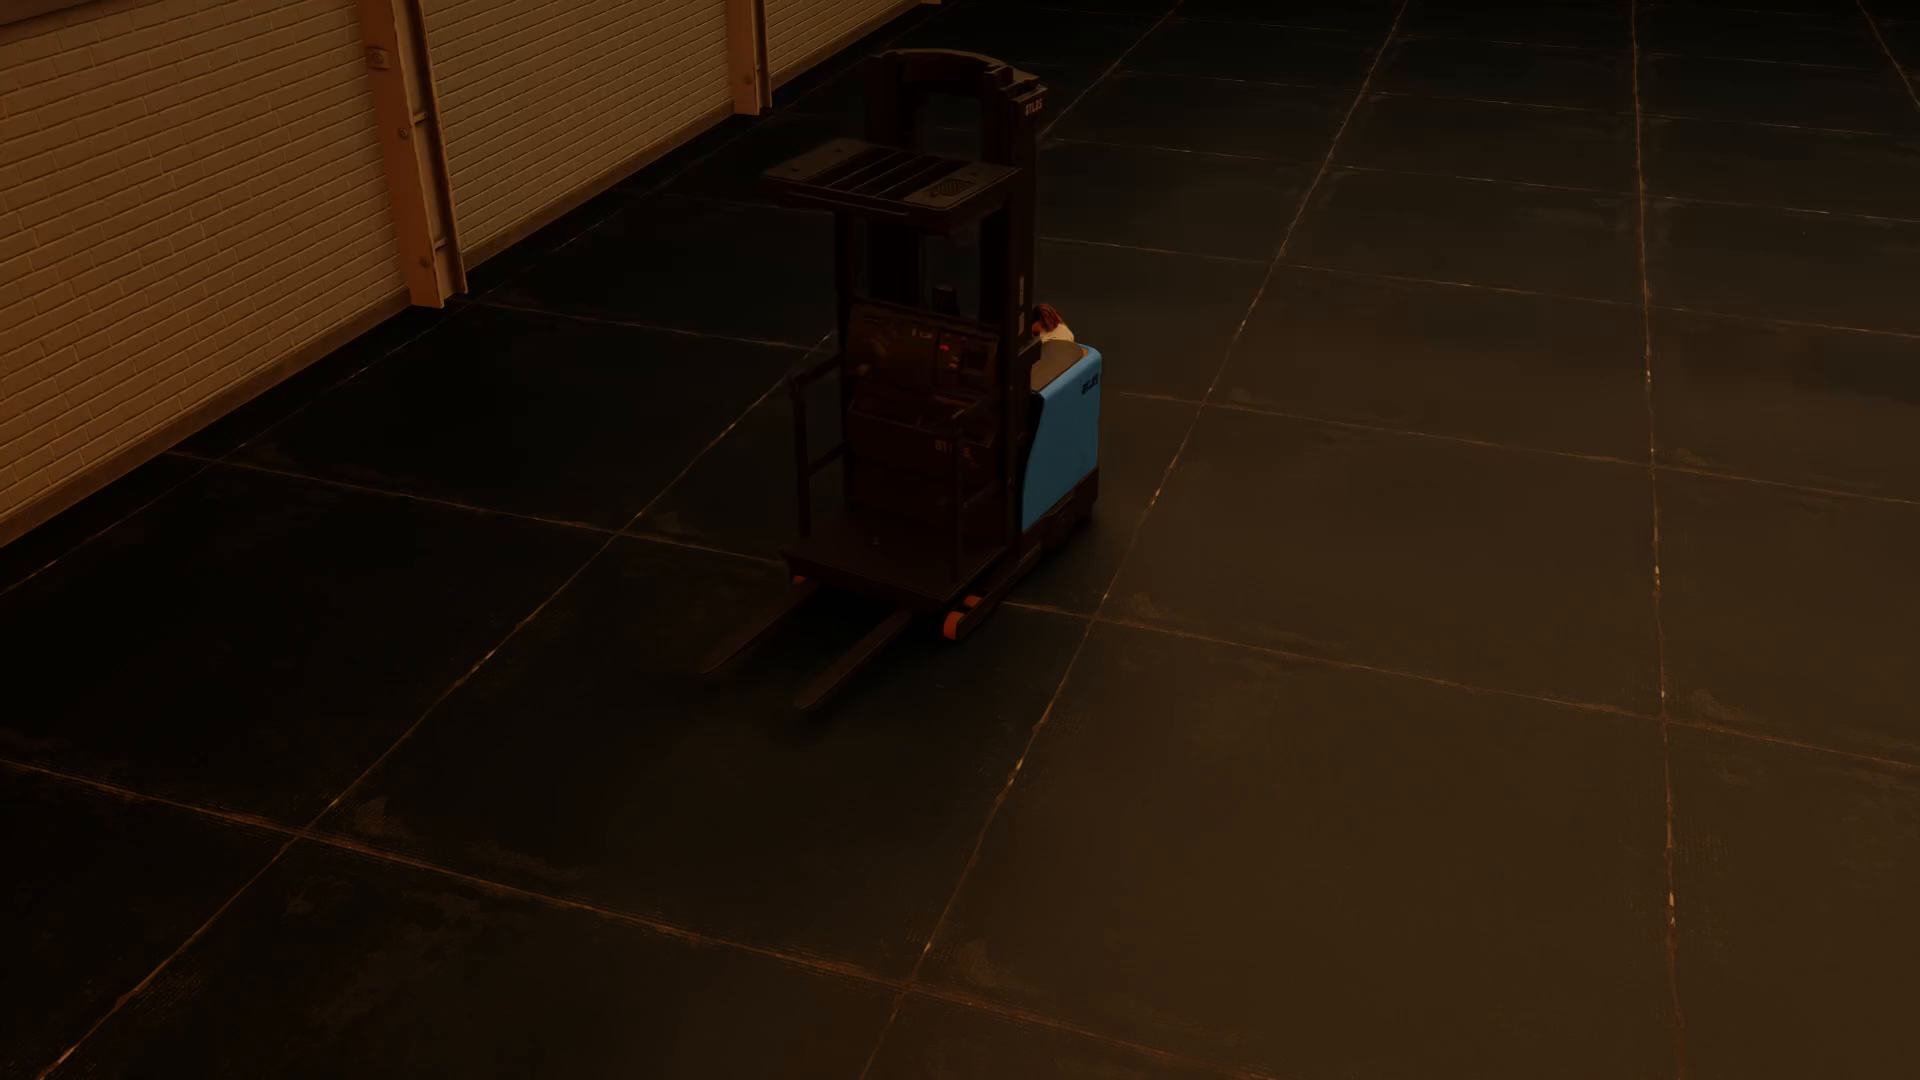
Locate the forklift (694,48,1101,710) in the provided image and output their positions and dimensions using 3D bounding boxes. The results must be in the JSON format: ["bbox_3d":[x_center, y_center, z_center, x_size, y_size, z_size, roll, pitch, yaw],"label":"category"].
[{"bbox_3d":[-0.312,-0.977,8.850,1.130,2.935,3.031,16,33,26],"label":"forklift"}]

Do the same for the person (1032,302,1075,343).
[{"bbox_3d":[0.366,-0.918,10.405,1.113,1.317,0.994,25,38,37],"label":"person"}]
